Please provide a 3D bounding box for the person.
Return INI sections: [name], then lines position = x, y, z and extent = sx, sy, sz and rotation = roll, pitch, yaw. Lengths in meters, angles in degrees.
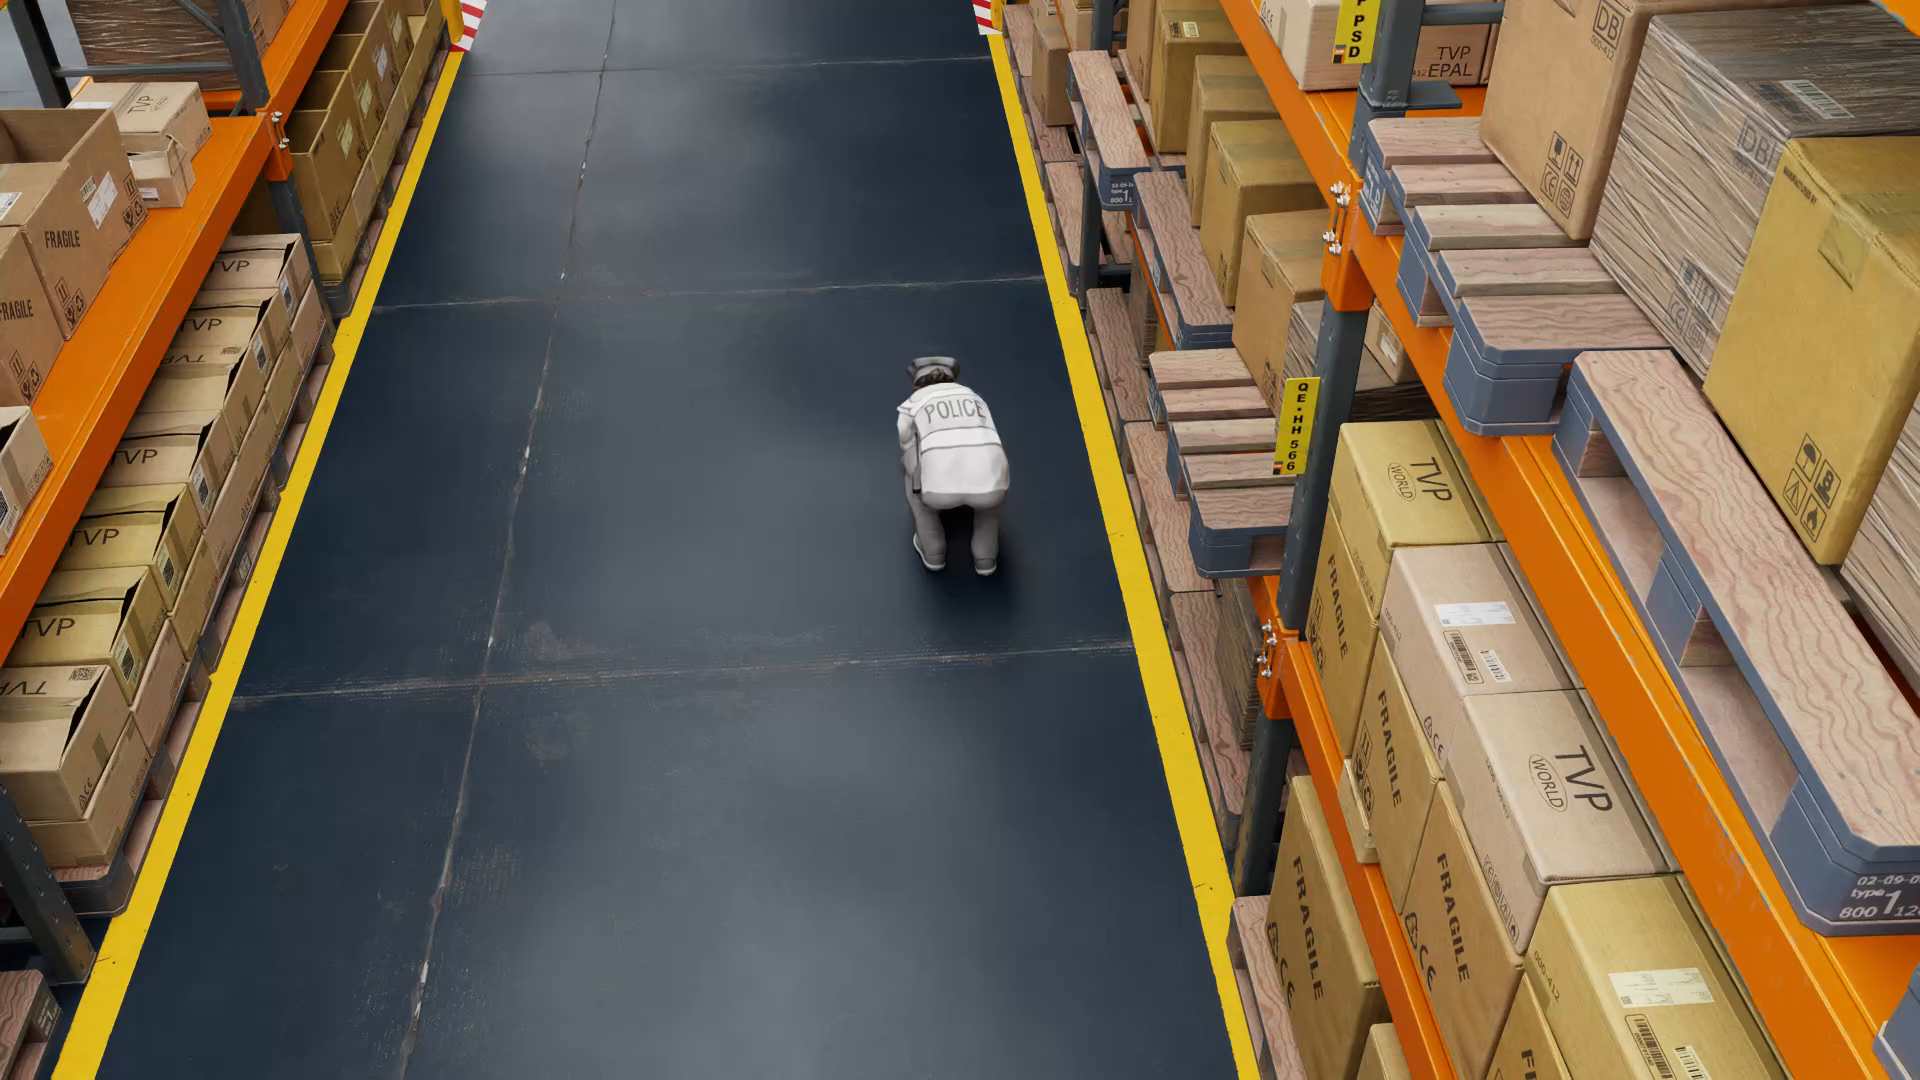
[person]
position = -0.034, -0.305, 7.257
extent = 0.453, 0.790, 0.926
rotation = -4, 40, -5
